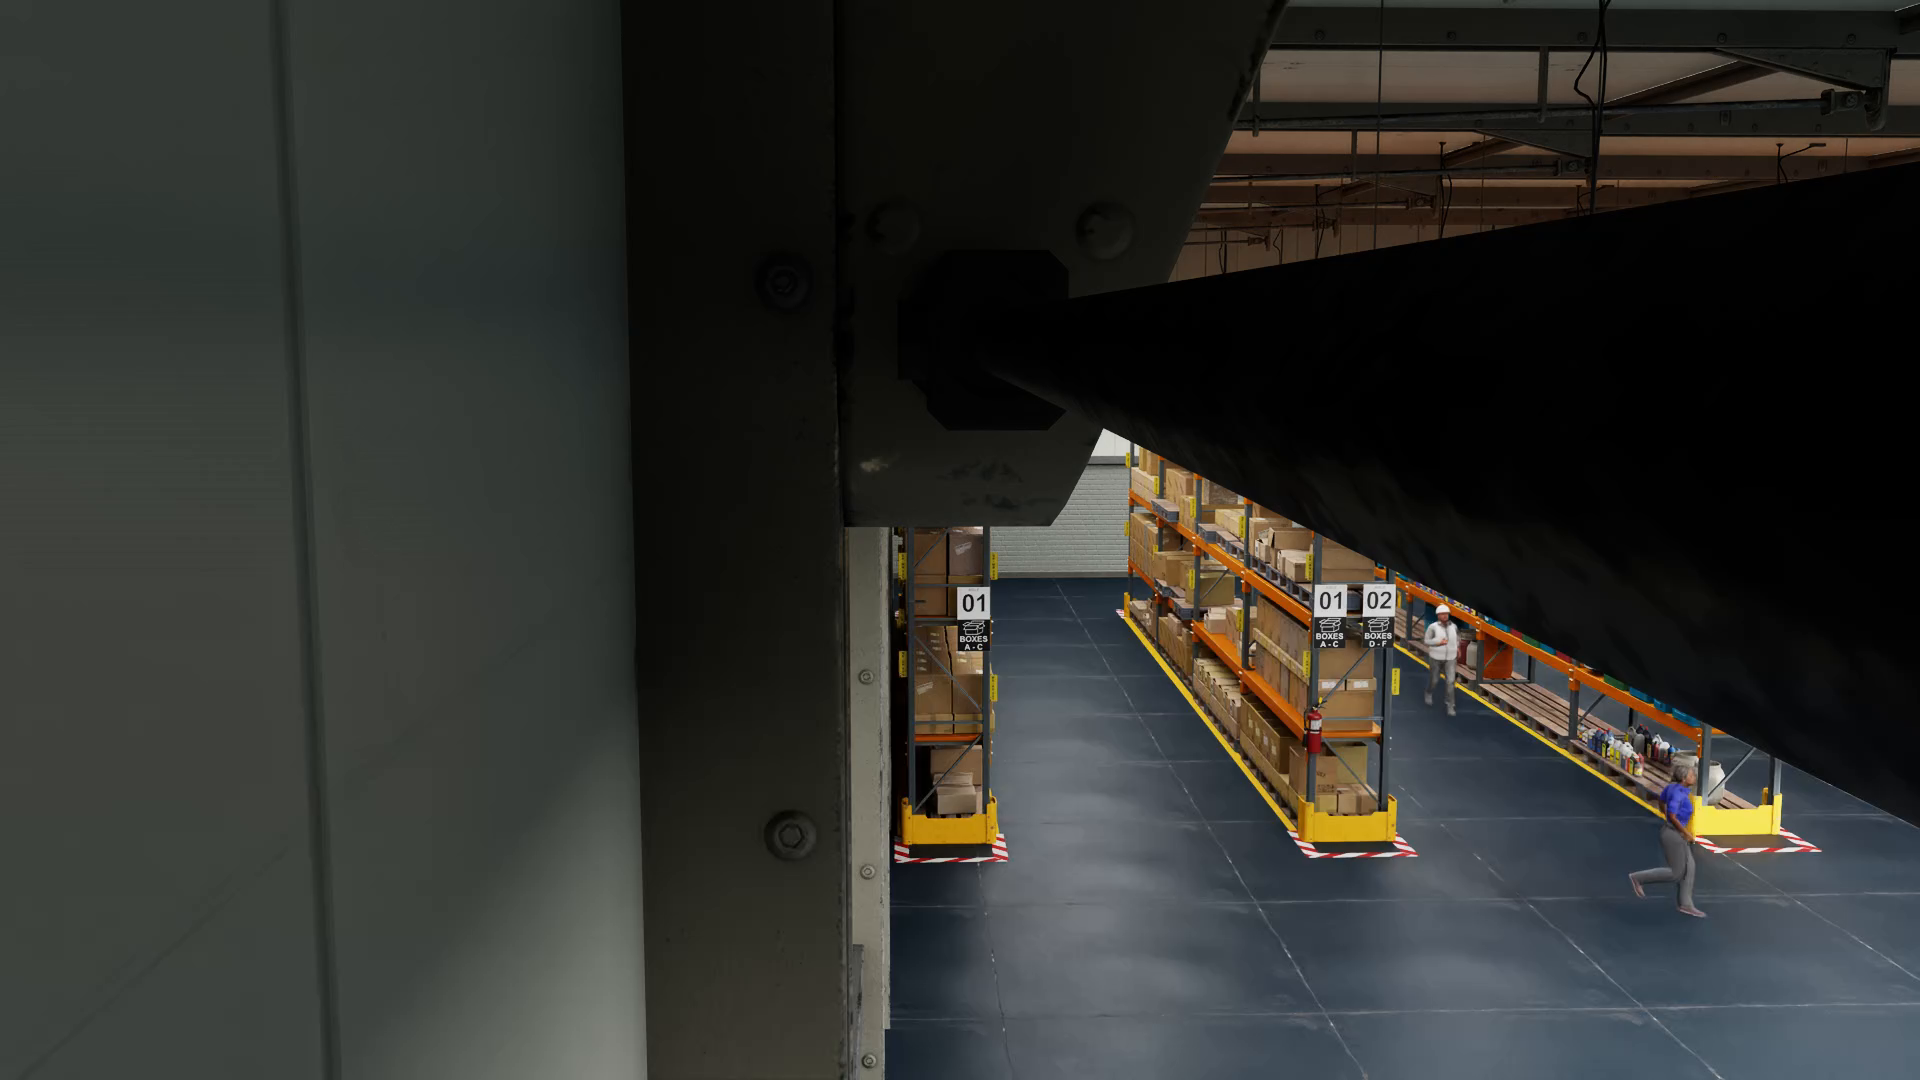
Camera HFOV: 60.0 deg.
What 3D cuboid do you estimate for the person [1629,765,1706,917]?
[{"bbox_3d":[7.700,3.245,18.047,0.794,1.628,0.600,2,8,17],"label":"person"}]

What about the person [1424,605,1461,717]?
[{"bbox_3d":[7.926,1.937,27.309,0.655,1.761,0.969,0,7,-2],"label":"person"}]
